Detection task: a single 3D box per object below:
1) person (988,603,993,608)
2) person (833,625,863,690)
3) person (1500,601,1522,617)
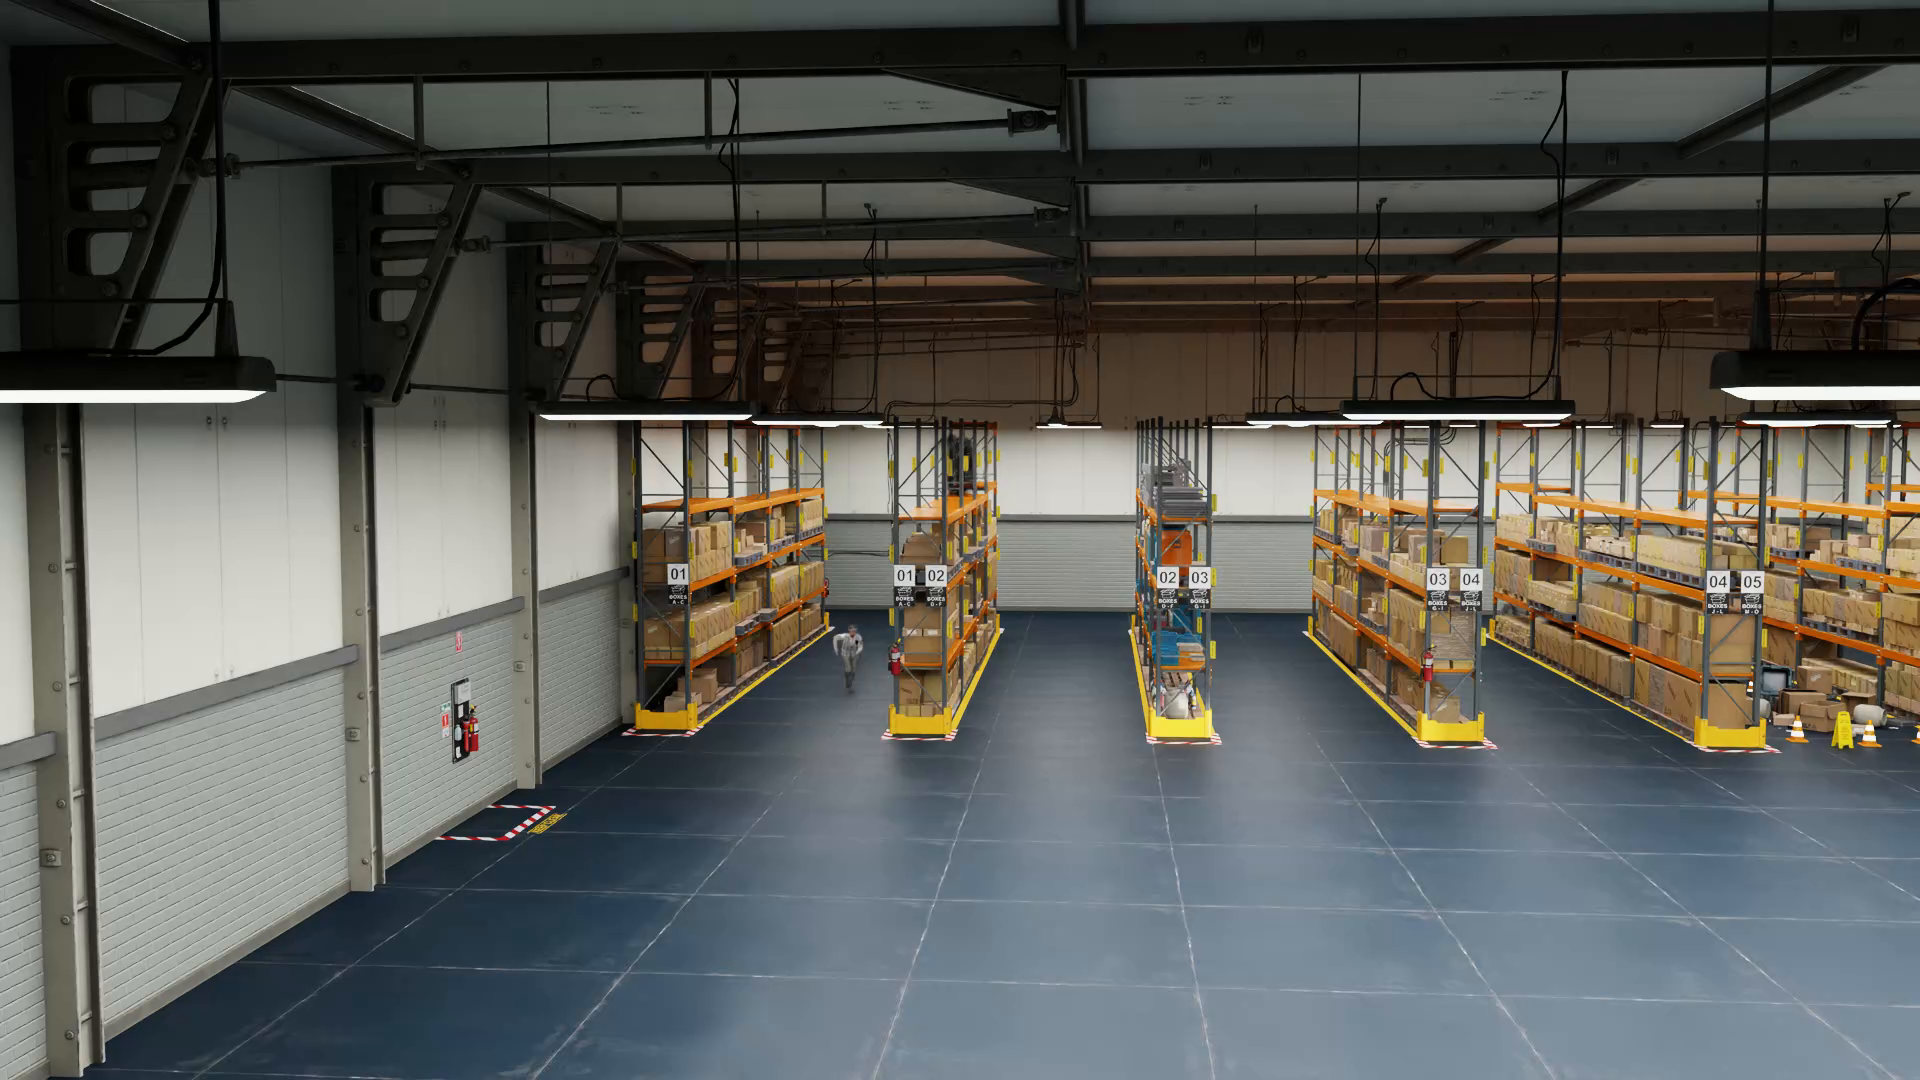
[{"bbox_3d":[0.688,1.693,48.849,0.740,1.778,0.687,1,4,19],"label":"person"},{"bbox_3d":[-2.456,2.591,36.552,0.645,1.496,0.816,-1,4,-17],"label":"person"},{"bbox_3d":[15.730,1.739,47.539,0.904,1.775,0.730,3,5,35],"label":"person"}]
